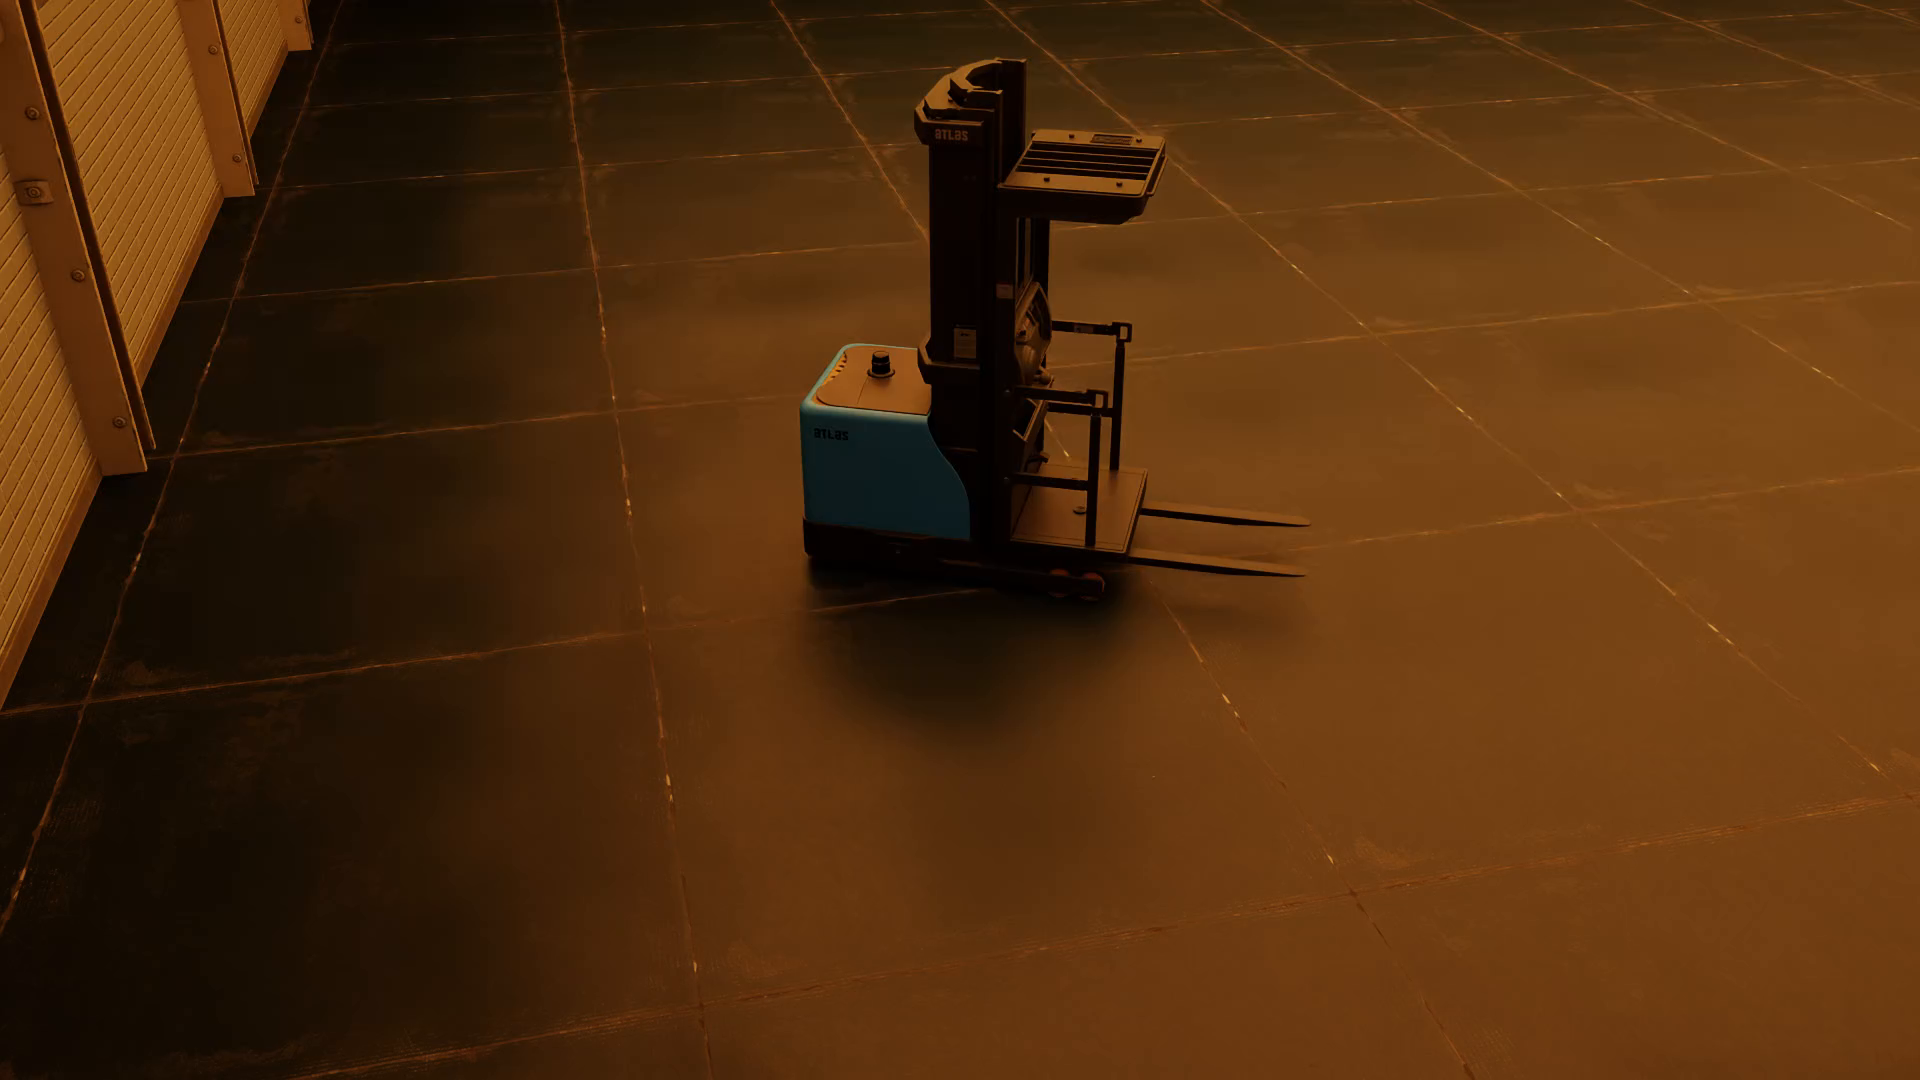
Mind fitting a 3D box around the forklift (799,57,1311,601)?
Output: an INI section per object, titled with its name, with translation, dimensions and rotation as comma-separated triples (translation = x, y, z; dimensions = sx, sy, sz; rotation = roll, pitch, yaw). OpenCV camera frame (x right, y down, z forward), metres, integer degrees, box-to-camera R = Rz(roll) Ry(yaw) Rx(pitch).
[forklift]
translation = 0.612, -1.199, 9.646
dimensions = 3.031, 2.935, 1.130
rotation = 6, 31, 11
